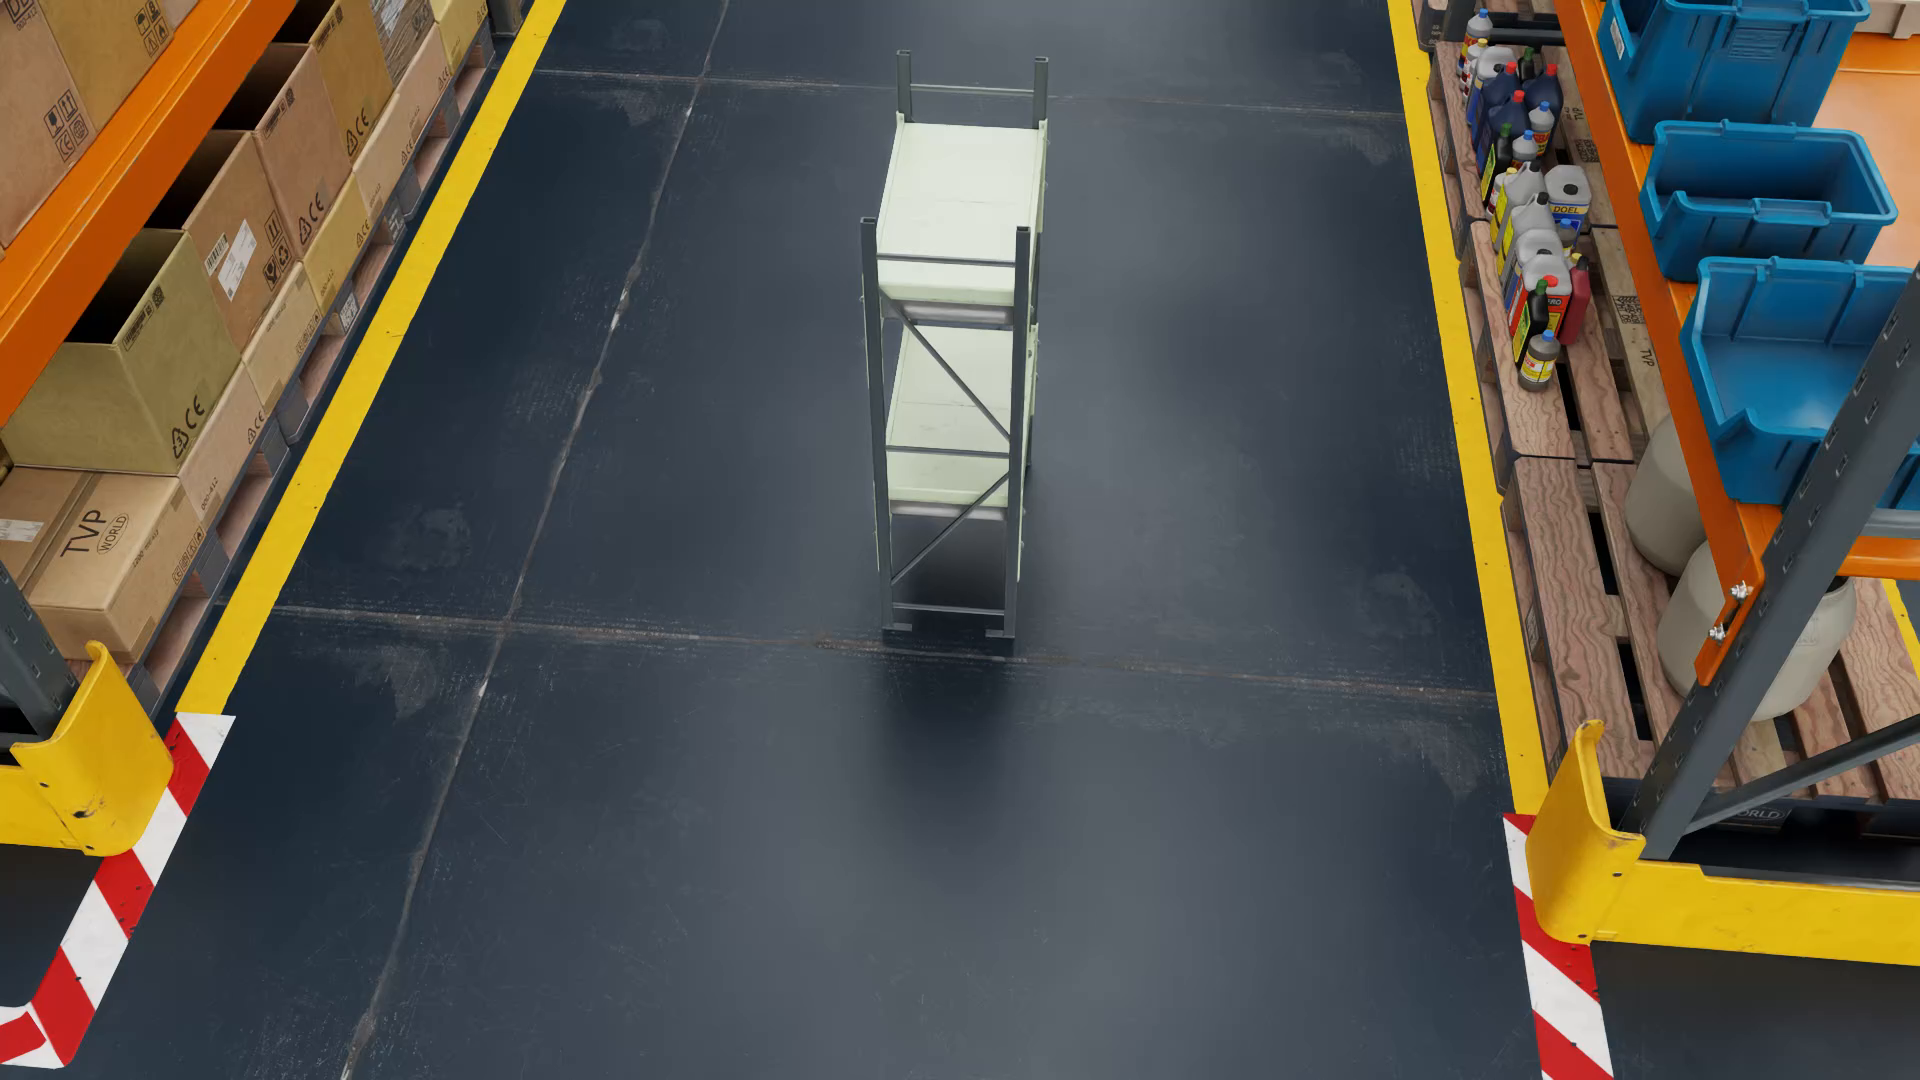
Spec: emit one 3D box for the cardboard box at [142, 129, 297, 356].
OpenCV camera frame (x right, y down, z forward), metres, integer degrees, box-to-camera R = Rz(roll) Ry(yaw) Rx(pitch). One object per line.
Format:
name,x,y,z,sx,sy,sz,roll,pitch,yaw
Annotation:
cardboard box,-2.447,-0.923,5.132,0.500,0.500,0.500,4,48,4

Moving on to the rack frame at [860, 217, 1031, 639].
rack frame,-0.034,-0.232,4.446,0.400,1.500,0.023,4,48,4

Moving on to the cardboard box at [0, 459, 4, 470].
cardboard box,-3.041,-0.222,4.491,0.500,0.500,0.500,4,48,4

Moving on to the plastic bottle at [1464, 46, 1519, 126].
plastic bottle,2.036,-1.729,6.347,0.152,0.276,0.135,5,48,5

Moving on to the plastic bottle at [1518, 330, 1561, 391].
plastic bottle,1.870,-0.588,5.353,0.097,0.201,0.097,0,48,0

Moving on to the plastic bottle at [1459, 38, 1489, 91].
plastic bottle,2.028,-1.869,6.525,0.097,0.201,0.097,0,48,0

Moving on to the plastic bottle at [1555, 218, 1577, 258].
plastic bottle,2.068,-1.019,5.748,0.097,0.201,0.097,0,48,0

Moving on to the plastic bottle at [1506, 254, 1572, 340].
plastic bottle,1.920,-0.797,5.494,0.152,0.276,0.135,4,48,4

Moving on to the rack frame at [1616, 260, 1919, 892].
rack frame,2.139,-0.005,3.222,1.000,3.000,0.127,4,48,4

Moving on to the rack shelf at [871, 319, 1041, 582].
rack shelf,-0.001,-0.281,4.933,0.431,0.370,0.720,4,48,4

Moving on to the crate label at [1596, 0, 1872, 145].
crate label,2.037,-1.388,4.462,0.502,0.435,0.616,4,48,4

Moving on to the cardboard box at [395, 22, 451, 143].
cardboard box,-2.309,-1.772,6.416,0.500,0.250,0.500,4,48,4

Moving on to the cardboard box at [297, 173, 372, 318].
cardboard box,-2.385,-1.036,5.743,0.500,0.250,0.500,4,48,4

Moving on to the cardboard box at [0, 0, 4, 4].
cardboard box,-2.473,-1.430,4.018,0.380,0.149,0.250,3,48,3

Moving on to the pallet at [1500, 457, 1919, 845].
pallet,2.178,0.280,4.850,1.003,0.211,1.213,4,48,4

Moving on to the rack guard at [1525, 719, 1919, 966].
rack guard,2.099,0.780,4.198,1.175,0.500,0.348,4,48,4

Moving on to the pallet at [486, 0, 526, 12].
pallet,-2.401,-2.883,7.744,1.003,0.211,1.213,4,48,4

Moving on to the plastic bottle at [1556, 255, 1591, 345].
plastic bottle,2.026,-0.792,5.485,0.061,0.283,0.133,4,48,4

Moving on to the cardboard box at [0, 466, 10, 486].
cardboard box,-3.039,0.031,4.767,0.500,0.250,0.500,4,48,4

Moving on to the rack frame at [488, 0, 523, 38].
rack frame,-2.429,-3.280,6.217,1.000,3.000,0.127,4,48,4

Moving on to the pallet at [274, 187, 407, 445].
pallet,-2.652,-0.859,5.892,1.003,0.211,1.213,4,48,4

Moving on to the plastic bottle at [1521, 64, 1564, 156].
plastic bottle,2.160,-1.624,6.199,0.144,0.351,0.185,4,48,4

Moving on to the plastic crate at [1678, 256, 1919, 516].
plastic crate,1.886,-0.343,3.631,0.499,0.251,0.616,4,48,4

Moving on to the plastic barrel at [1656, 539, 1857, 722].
plastic barrel,2.123,0.204,4.432,0.421,0.512,0.421,0,48,0

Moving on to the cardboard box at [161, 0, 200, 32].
cardboard box,-2.600,-1.855,4.846,0.700,0.500,0.500,5,48,5

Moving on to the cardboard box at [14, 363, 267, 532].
cardboard box,-2.481,-0.301,5.072,0.500,0.250,0.500,4,48,4

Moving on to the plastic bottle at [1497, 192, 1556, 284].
plastic bottle,1.944,-1.046,5.671,0.144,0.351,0.185,6,48,5

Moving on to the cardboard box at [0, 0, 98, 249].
cardboard box,-2.695,-1.103,4.158,0.700,0.500,0.500,5,48,5

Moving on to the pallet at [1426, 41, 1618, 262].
pallet,2.401,-1.513,6.490,1.003,0.211,1.213,4,48,4

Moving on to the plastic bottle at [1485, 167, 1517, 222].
plastic bottle,1.950,-1.238,5.948,0.097,0.201,0.097,0,48,0

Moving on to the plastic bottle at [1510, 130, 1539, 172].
plastic bottle,2.023,-1.357,6.010,0.097,0.271,0.097,0,48,0

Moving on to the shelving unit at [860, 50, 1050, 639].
shelving unit,-0.001,-0.501,4.692,0.431,1.500,0.755,4,48,4

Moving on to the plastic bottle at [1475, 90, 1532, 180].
plastic bottle,1.999,-1.495,6.081,0.144,0.351,0.185,2,48,2

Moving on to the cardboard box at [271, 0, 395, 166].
cardboard box,-2.353,-1.657,5.804,0.500,0.500,0.500,4,48,4

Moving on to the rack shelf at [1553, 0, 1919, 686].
rack shelf,2.321,-1.232,4.831,1.077,0.370,4.000,4,48,4
